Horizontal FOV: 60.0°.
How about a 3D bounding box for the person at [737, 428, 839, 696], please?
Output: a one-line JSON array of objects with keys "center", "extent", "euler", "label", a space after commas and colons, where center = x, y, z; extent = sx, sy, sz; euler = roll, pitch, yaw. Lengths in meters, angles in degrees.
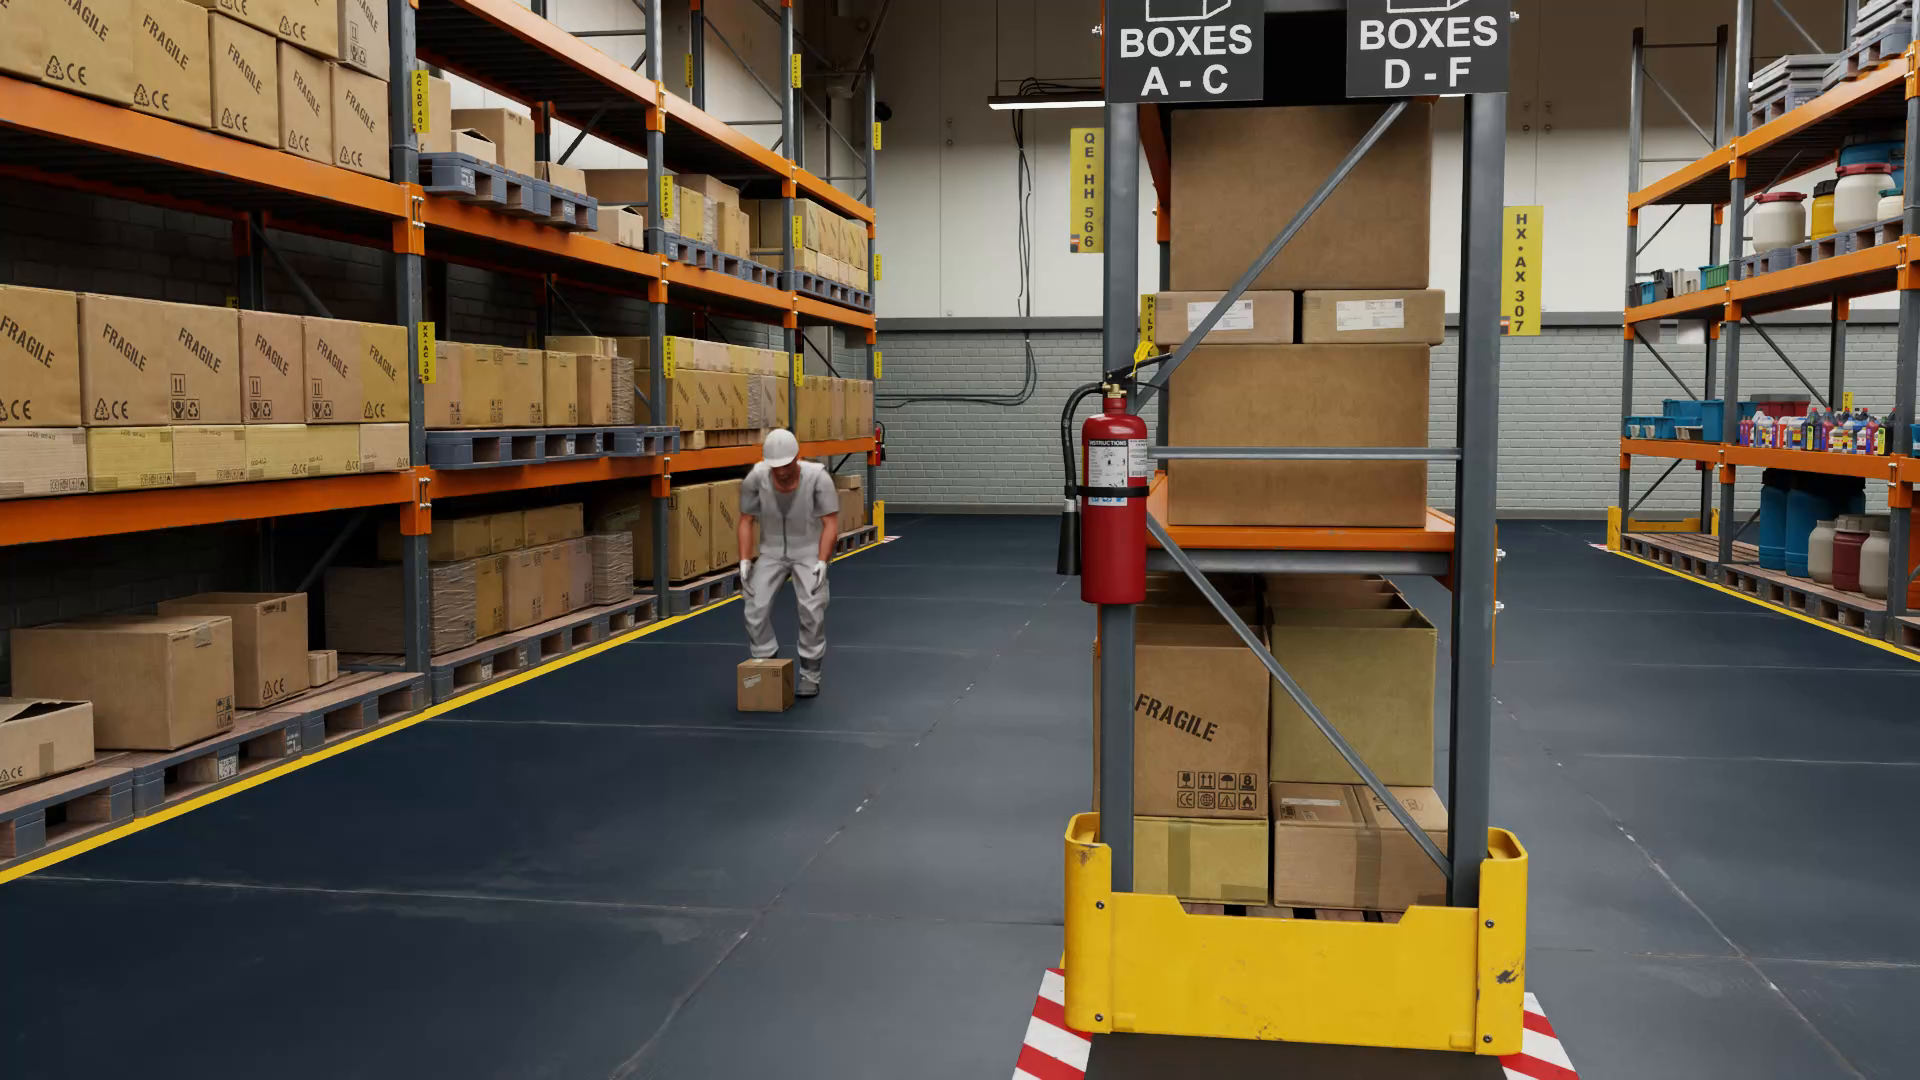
[{"center": [-0.964, 0.127, 9.468], "extent": [0.579, 1.528, 0.690], "euler": [1, 4, 9], "label": "person"}]
